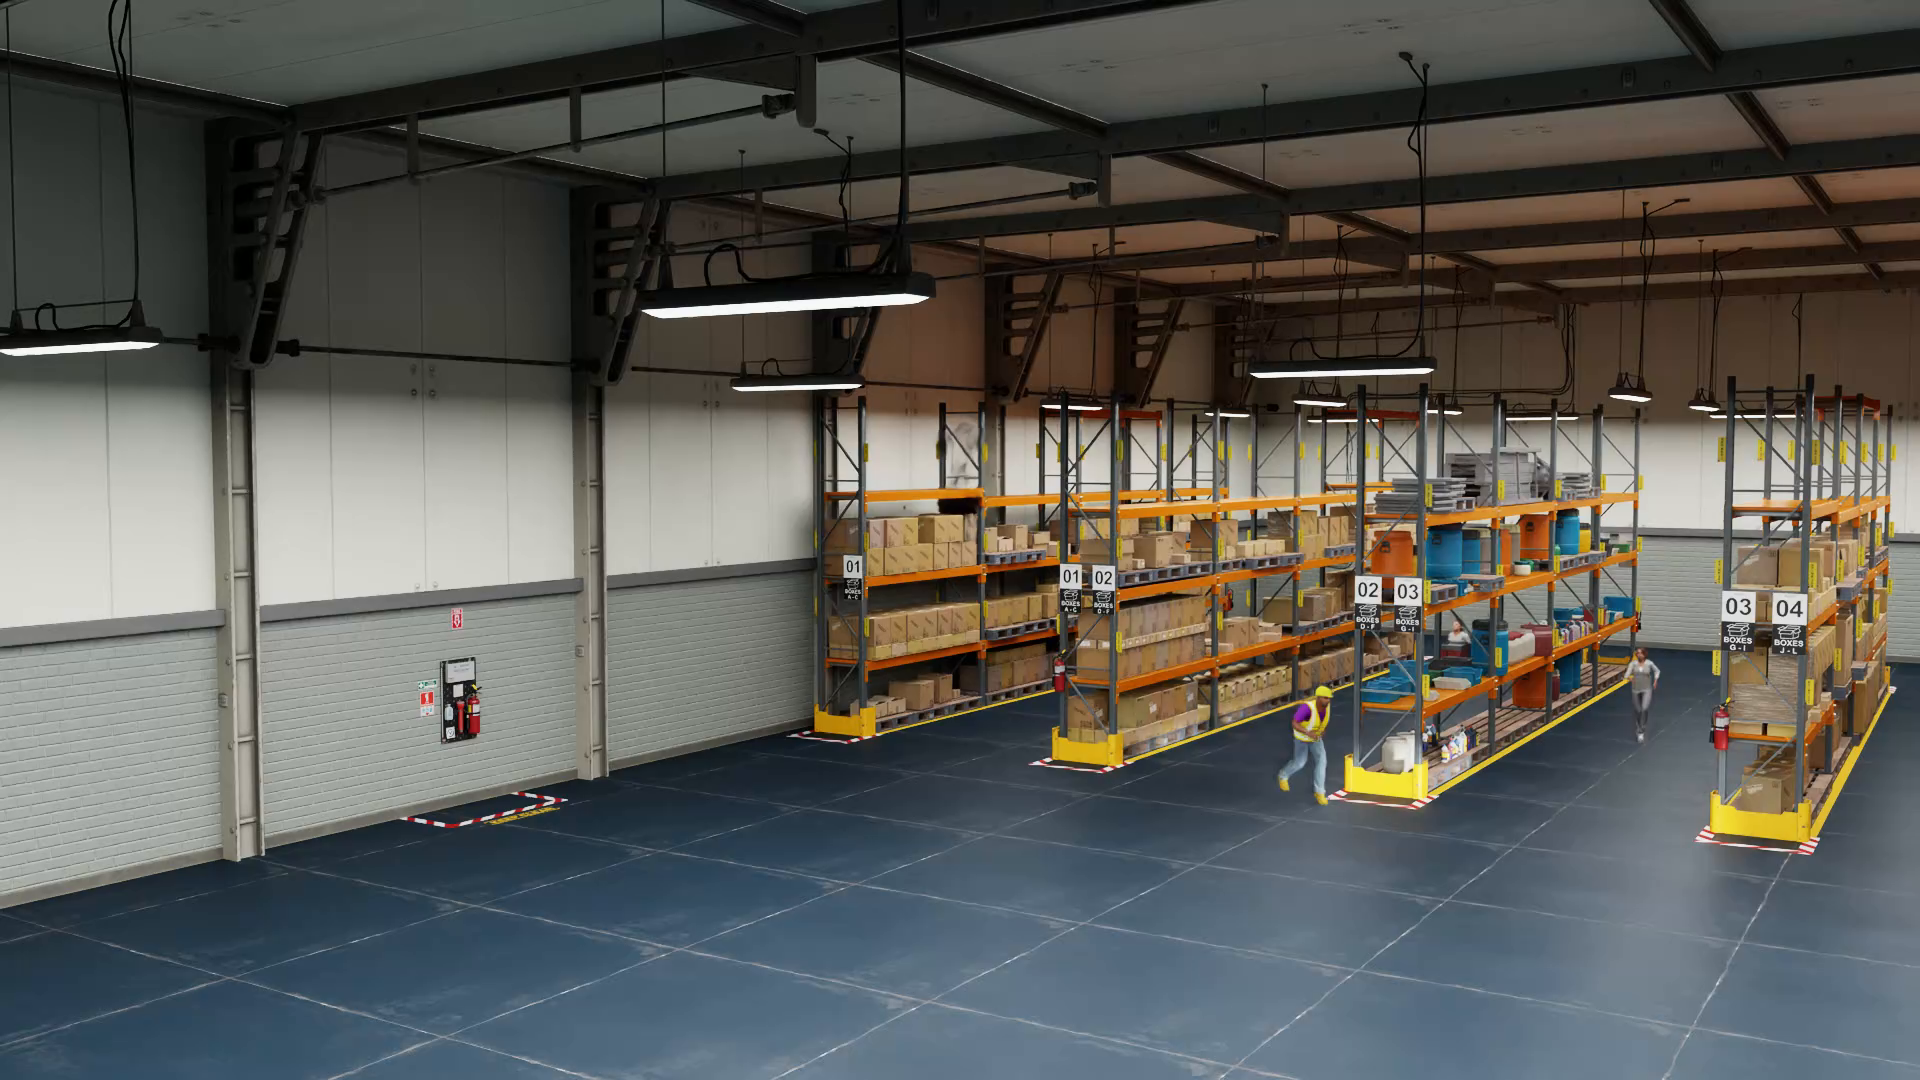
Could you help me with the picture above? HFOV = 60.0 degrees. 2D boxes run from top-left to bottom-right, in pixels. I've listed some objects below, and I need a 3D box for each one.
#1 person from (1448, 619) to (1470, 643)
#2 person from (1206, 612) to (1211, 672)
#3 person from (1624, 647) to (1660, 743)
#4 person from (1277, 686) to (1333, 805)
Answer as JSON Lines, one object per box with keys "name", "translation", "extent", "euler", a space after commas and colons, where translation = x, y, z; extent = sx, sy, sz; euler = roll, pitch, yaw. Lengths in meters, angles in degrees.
{"name": "person", "translation": [10.032, 2.421, 33.588], "extent": [0.552, 1.637, 0.561], "euler": [3, 4, 42]}
{"name": "person", "translation": [5.343, 2.343, 35.408], "extent": [0.508, 1.604, 0.667], "euler": [2, 4, 37]}
{"name": "person", "translation": [11.884, 2.679, 29.011], "extent": [0.547, 1.628, 0.804], "euler": [2, 4, 31]}
{"name": "person", "translation": [4.992, 2.921, 24.026], "extent": [0.744, 1.711, 1.057], "euler": [-2, 4, -34]}
